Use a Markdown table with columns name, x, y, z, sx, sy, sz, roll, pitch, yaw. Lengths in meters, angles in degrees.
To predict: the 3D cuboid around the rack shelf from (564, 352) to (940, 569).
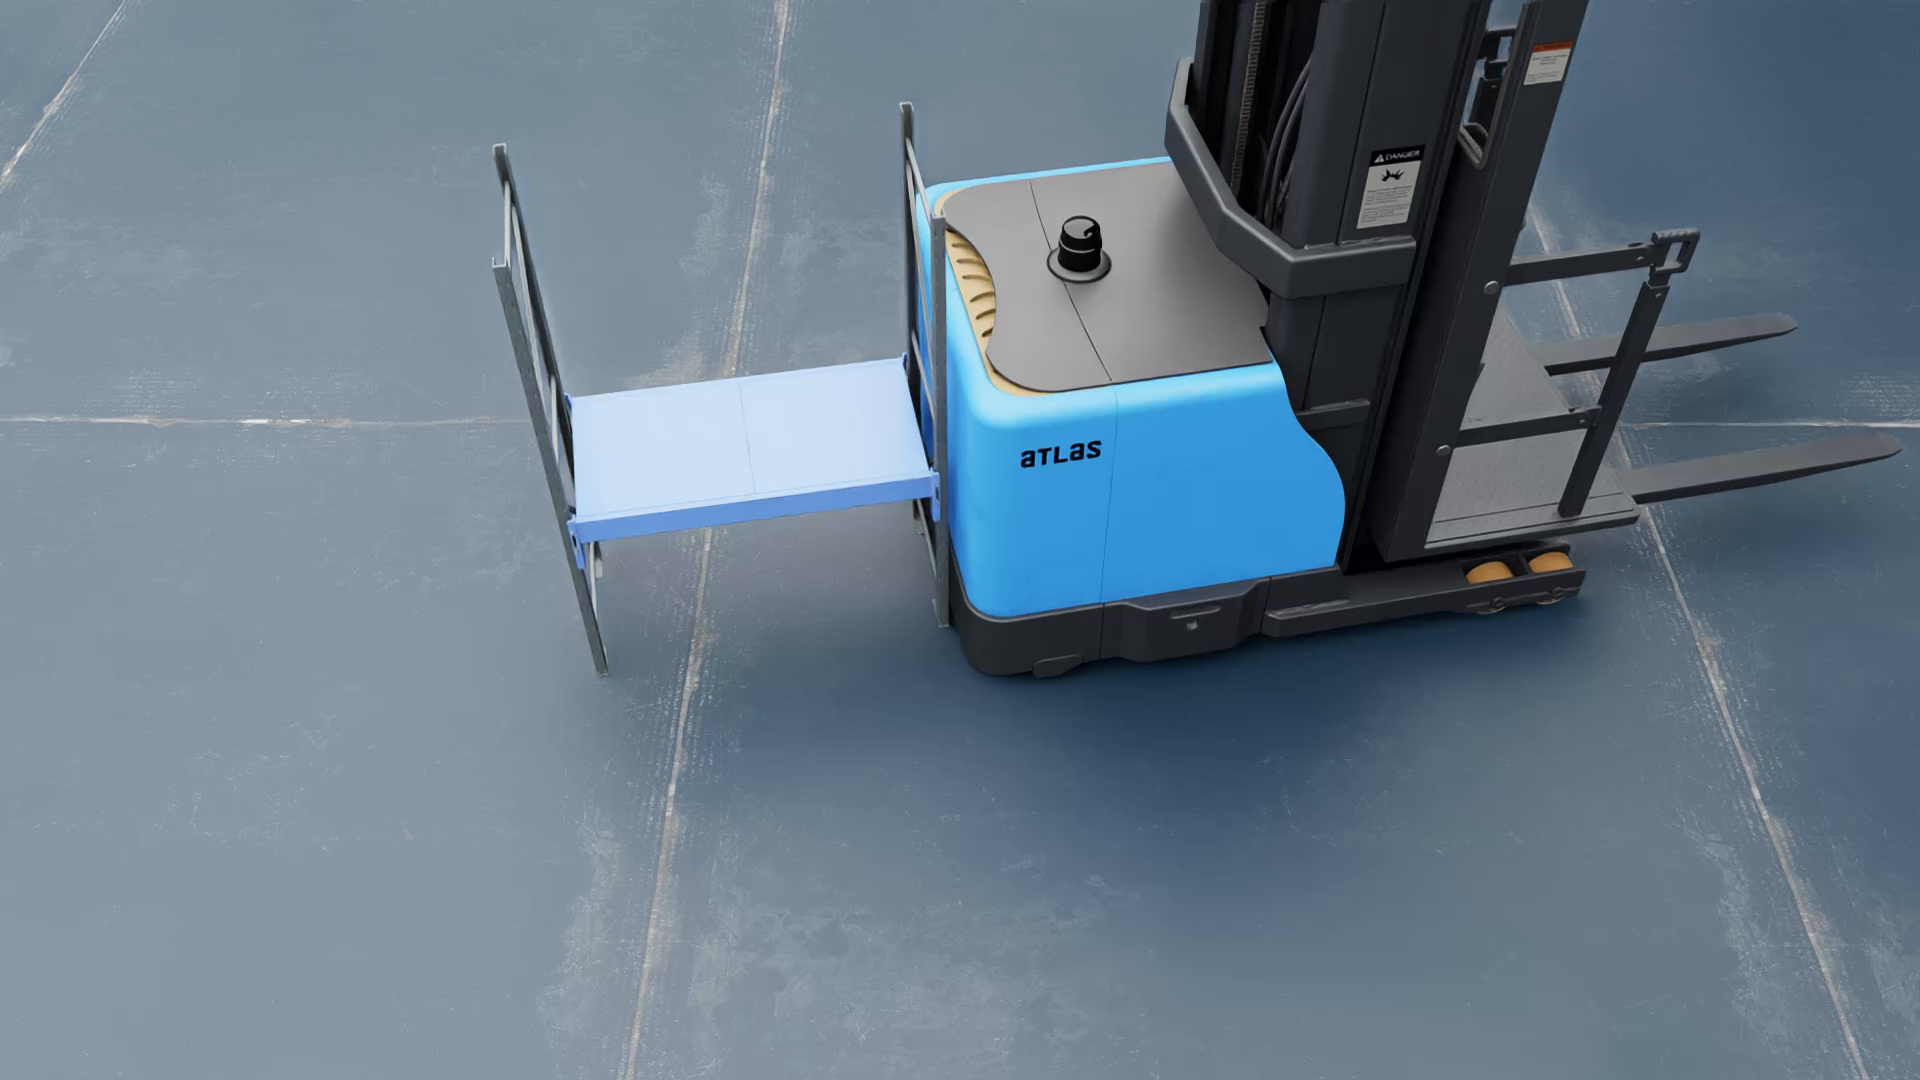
| name | x | y | z | sx | sy | sz | roll | pitch | yaw |
| --- | --- | --- | --- | --- | --- | --- | --- | --- | --- |
| rack shelf | -0.594 | -0.235 | 4.690 | 1.000 | 0.185 | 0.538 | -8 | 48 | -7 |

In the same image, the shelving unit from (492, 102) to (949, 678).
| name | x | y | z | sx | sy | sz | roll | pitch | yaw |
| --- | --- | --- | --- | --- | --- | --- | --- | --- | --- |
| shelving unit | -0.594 | -0.357 | 4.558 | 1.048 | 1.500 | 0.538 | -8 | 48 | -7 |

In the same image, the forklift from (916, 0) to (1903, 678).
| name | x | y | z | sx | sy | sz | roll | pitch | yaw |
| --- | --- | --- | --- | --- | --- | --- | --- | --- | --- |
| forklift | 1.409 | -1.147 | 4.315 | 3.031 | 2.935 | 1.130 | -9 | 48 | -8 |

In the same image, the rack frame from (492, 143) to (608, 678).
| name | x | y | z | sx | sy | sz | roll | pitch | yaw |
| --- | --- | --- | --- | --- | --- | --- | --- | --- | --- |
| rack frame | -1.093 | -0.289 | 4.494 | 0.032 | 1.500 | 0.500 | -8 | 48 | -7 |

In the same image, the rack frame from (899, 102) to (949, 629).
| name | x | y | z | sx | sy | sz | roll | pitch | yaw |
| --- | --- | --- | --- | --- | --- | --- | --- | --- | --- |
| rack frame | -0.094 | -0.426 | 4.622 | 0.032 | 1.500 | 0.500 | -8 | 48 | -7 |
